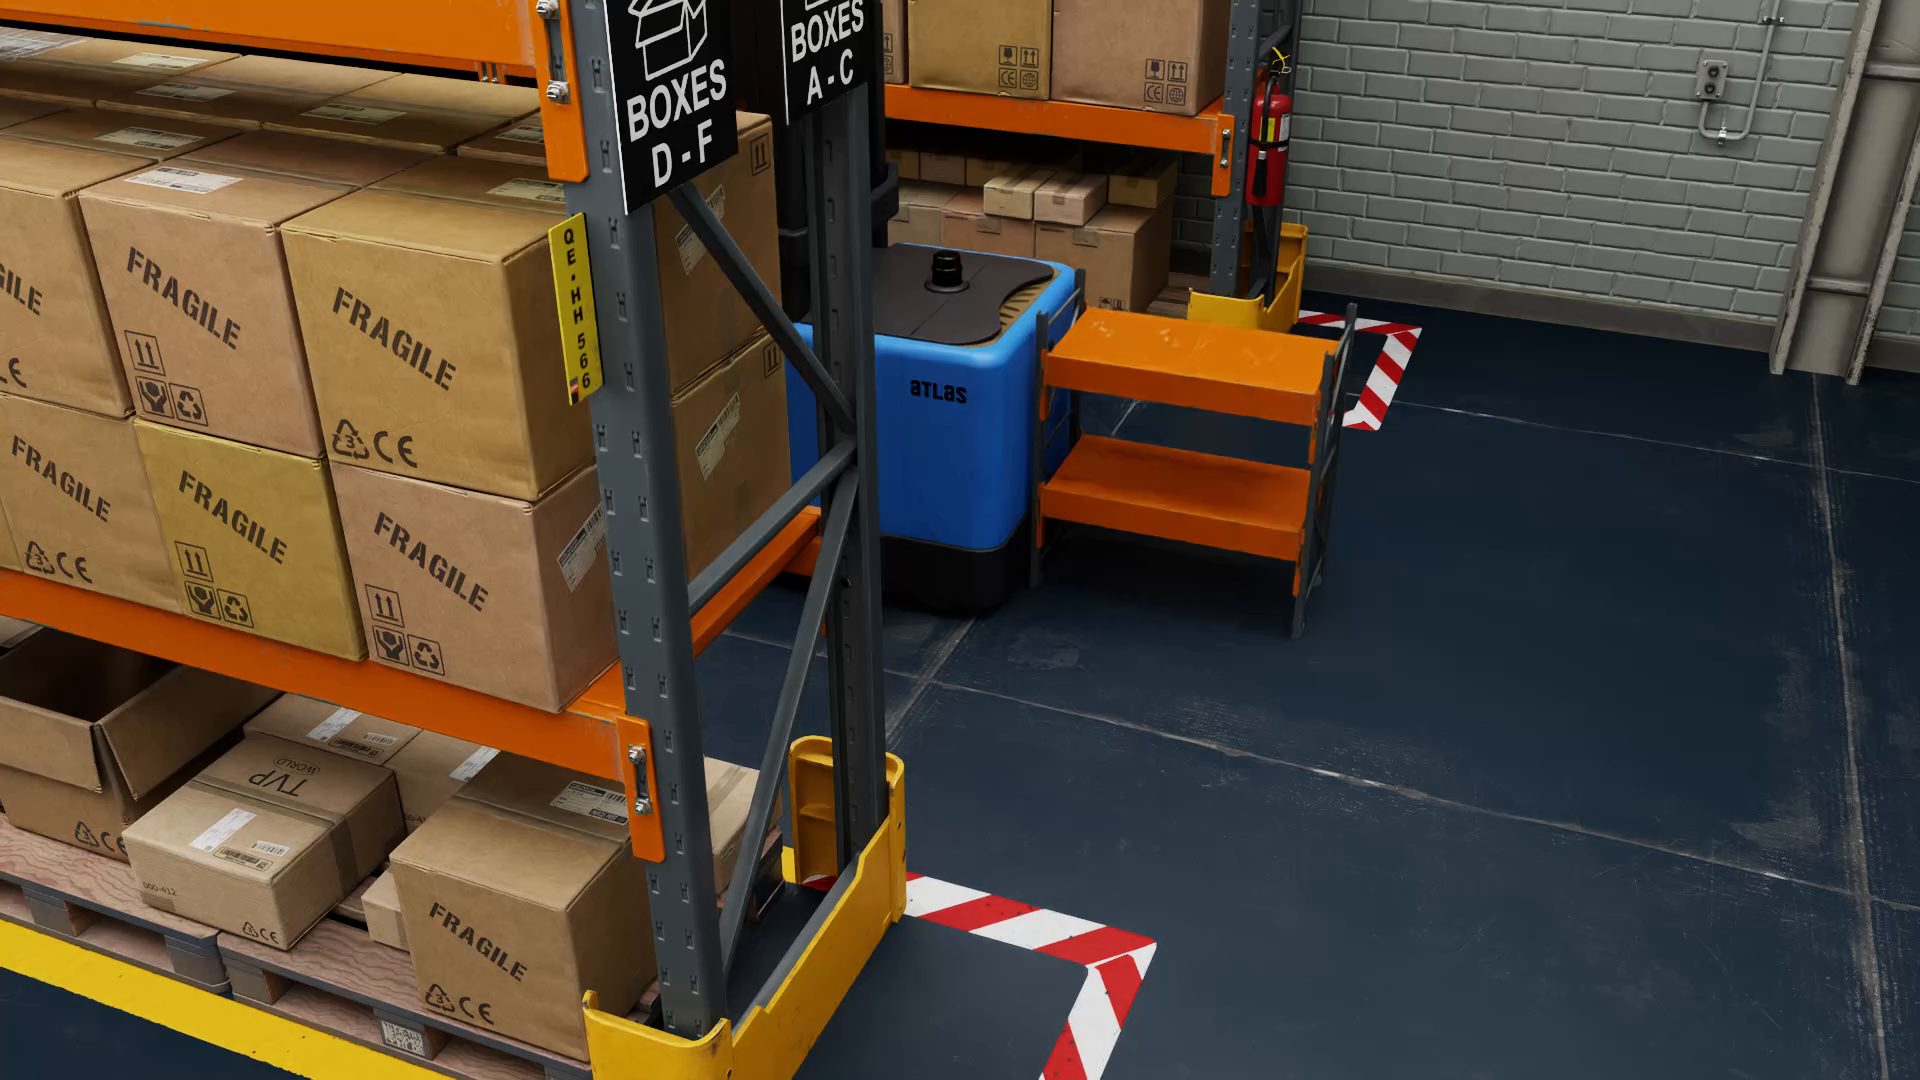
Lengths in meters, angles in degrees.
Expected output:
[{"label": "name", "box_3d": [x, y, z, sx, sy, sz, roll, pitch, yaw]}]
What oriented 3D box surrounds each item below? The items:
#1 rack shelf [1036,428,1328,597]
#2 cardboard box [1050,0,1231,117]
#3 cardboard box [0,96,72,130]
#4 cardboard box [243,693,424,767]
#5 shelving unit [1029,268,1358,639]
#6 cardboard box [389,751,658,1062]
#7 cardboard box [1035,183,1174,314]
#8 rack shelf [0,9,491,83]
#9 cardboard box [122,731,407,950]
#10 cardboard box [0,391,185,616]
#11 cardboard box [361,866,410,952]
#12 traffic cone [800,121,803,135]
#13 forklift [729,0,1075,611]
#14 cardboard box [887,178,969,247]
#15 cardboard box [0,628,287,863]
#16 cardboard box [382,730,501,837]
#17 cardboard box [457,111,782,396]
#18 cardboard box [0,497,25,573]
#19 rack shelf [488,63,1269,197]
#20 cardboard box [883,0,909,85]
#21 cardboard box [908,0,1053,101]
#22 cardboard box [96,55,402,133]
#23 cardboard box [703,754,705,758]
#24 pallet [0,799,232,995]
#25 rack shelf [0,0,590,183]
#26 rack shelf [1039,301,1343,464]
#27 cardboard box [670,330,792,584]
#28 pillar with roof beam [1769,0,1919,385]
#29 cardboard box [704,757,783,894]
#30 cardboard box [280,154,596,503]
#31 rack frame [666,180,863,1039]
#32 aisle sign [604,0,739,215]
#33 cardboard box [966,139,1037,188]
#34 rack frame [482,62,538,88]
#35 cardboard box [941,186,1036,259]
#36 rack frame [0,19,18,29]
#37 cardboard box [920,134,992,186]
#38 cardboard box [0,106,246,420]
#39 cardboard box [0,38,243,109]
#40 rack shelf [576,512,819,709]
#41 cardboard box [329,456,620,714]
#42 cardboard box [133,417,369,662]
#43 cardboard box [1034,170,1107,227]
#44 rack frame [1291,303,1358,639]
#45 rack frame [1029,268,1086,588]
[{"label": "rack shelf", "box_3d": [0.848, -0.120, 6.316, 1.000, 0.278, 0.538, 11, 31, 18]}, {"label": "cardboard box", "box_3d": [0.938, -2.489, 7.801, 0.700, 0.700, 0.980, 13, 32, 21]}, {"label": "cardboard box", "box_3d": [-2.387, -0.727, 3.870, 0.500, 0.500, 0.500, 12, 32, 21]}, {"label": "cardboard box", "box_3d": [-1.768, 0.581, 5.021, 0.500, 0.250, 0.500, 11, 31, 19]}, {"label": "shelving unit", "box_3d": [0.848, -0.333, 6.196, 1.048, 1.125, 0.538, 11, 31, 18]}, {"label": "cardboard box", "box_3d": [-1.041, 0.899, 4.204, 0.500, 0.500, 0.500, 11, 31, 19]}, {"label": "cardboard box", "box_3d": [0.728, -1.447, 8.376, 0.500, 0.500, 0.700, 11, 31, 19]}, {"label": "rack shelf", "box_3d": [-4.145, -3.066, 9.856, 4.000, 0.370, 1.077, 11, 31, 19]}, {"label": "cardboard box", "box_3d": [-1.910, 0.818, 4.601, 0.500, 0.250, 0.500, 11, 31, 19]}, {"label": "cardboard box", "box_3d": [-1.904, -0.201, 3.955, 0.500, 0.500, 0.500, 12, 31, 20]}, {"label": "cardboard box", "box_3d": [-1.382, 0.928, 4.492, 0.250, 0.166, 0.380, 11, 31, 19]}, {"label": "traffic cone", "box_3d": [-0.644, -1.056, 6.416, 0.307, 1.202, 0.062, 11, 31, 19]}, {"label": "forklift", "box_3d": [-1.091, -1.454, 6.343, 3.031, 2.935, 1.130, 11, 31, 18]}, {"label": "cardboard box", "box_3d": [-0.202, -1.633, 8.704, 0.500, 0.500, 0.700, 10, 31, 17]}, {"label": "cardboard box", "box_3d": [-2.408, 0.491, 4.923, 0.637, 0.503, 0.797, 11, 31, 19]}, {"label": "cardboard box", "box_3d": [-1.305, 0.674, 4.857, 0.500, 0.250, 0.500, 11, 31, 19]}, {"label": "cardboard box", "box_3d": [-0.757, -0.691, 3.806, 0.500, 0.500, 0.500, 12, 32, 21]}, {"label": "cardboard box", "box_3d": [-2.371, -0.294, 4.120, 0.500, 0.500, 0.500, 11, 31, 18]}, {"label": "rack shelf", "box_3d": [-0.439, -2.326, 8.547, 4.000, 0.370, 1.077, 11, 31, 19]}, {"label": "cardboard box", "box_3d": [-0.443, -2.764, 8.287, 0.700, 0.700, 0.980, 10, 31, 17]}, {"label": "cardboard box", "box_3d": [0.260, -2.619, 8.030, 0.700, 0.700, 0.980, 11, 31, 19]}, {"label": "cardboard box", "box_3d": [-1.706, -0.879, 4.138, 0.500, 0.500, 0.500, 12, 32, 20]}, {"label": "cardboard box", "box_3d": [-0.935, 0.752, 4.803, 0.250, 0.166, 0.380, 11, 31, 19]}, {"label": "pallet", "box_3d": [-2.381, 0.817, 5.090, 1.213, 0.211, 1.003, 11, 31, 19]}, {"label": "rack shelf", "box_3d": [-2.298, -1.372, 3.812, 4.000, 0.370, 1.077, 11, 31, 19]}, {"label": "rack shelf", "box_3d": [0.848, -0.588, 6.052, 1.000, 0.278, 0.538, 11, 31, 18]}, {"label": "cardboard box", "box_3d": [-0.757, -0.255, 4.052, 0.500, 0.500, 0.500, 12, 32, 20]}, {"label": "pillar with roof beam", "box_3d": [2.623, -2.812, 2.581, 0.400, 9.000, 9.100, 11, 31, 19]}, {"label": "cardboard box", "box_3d": [-0.703, 0.806, 4.726, 0.250, 0.149, 0.380, 11, 31, 19]}, {"label": "cardboard box", "box_3d": [-0.960, -0.445, 3.372, 0.500, 0.500, 0.500, 11, 31, 19]}, {"label": "rack frame", "box_3d": [-0.443, -0.011, 3.721, 0.053, 2.616, 0.949, 11, 31, 19]}, {"label": "aisle sign", "box_3d": [-0.496, -0.989, 2.809, 0.004, 0.787, 0.394, 11, 31, 19]}, {"label": "cardboard box", "box_3d": [0.218, -1.938, 8.584, 0.250, 0.149, 0.380, 12, 31, 20]}, {"label": "rack frame", "box_3d": [-2.292, -3.009, 9.025, 0.127, 3.000, 1.000, 11, 31, 19]}, {"label": "cardboard box", "box_3d": [0.265, -1.540, 8.540, 0.500, 0.500, 0.700, 11, 31, 19]}, {"label": "rack frame", "box_3d": [-6.000, -3.747, 10.331, 0.053, 2.616, 0.949, 11, 31, 19]}, {"label": "cardboard box", "box_3d": [-0.018, -1.984, 8.667, 0.250, 0.149, 0.380, 12, 32, 20]}, {"label": "cardboard box", "box_3d": [-1.911, -0.632, 3.702, 0.500, 0.500, 0.500, 12, 32, 20]}, {"label": "cardboard box", "box_3d": [-2.177, -0.972, 4.304, 0.500, 0.500, 0.500, 11, 31, 19]}, {"label": "rack shelf", "box_3d": [-2.298, -0.151, 4.502, 3.809, 0.124, 0.919, 11, 31, 19]}, {"label": "cardboard box", "box_3d": [-0.962, -0.012, 3.621, 0.500, 0.500, 0.500, 12, 32, 21]}, {"label": "cardboard box", "box_3d": [-1.444, -0.106, 3.788, 0.500, 0.500, 0.500, 12, 31, 20]}, {"label": "cardboard box", "box_3d": [0.541, -1.670, 8.111, 0.250, 0.149, 0.380, 11, 31, 19]}, {"label": "rack frame", "box_3d": [1.323, -0.244, 6.038, 0.032, 1.125, 0.500, 11, 31, 18]}, {"label": "rack frame", "box_3d": [0.373, -0.422, 6.354, 0.032, 1.125, 0.500, 11, 31, 18]}]
